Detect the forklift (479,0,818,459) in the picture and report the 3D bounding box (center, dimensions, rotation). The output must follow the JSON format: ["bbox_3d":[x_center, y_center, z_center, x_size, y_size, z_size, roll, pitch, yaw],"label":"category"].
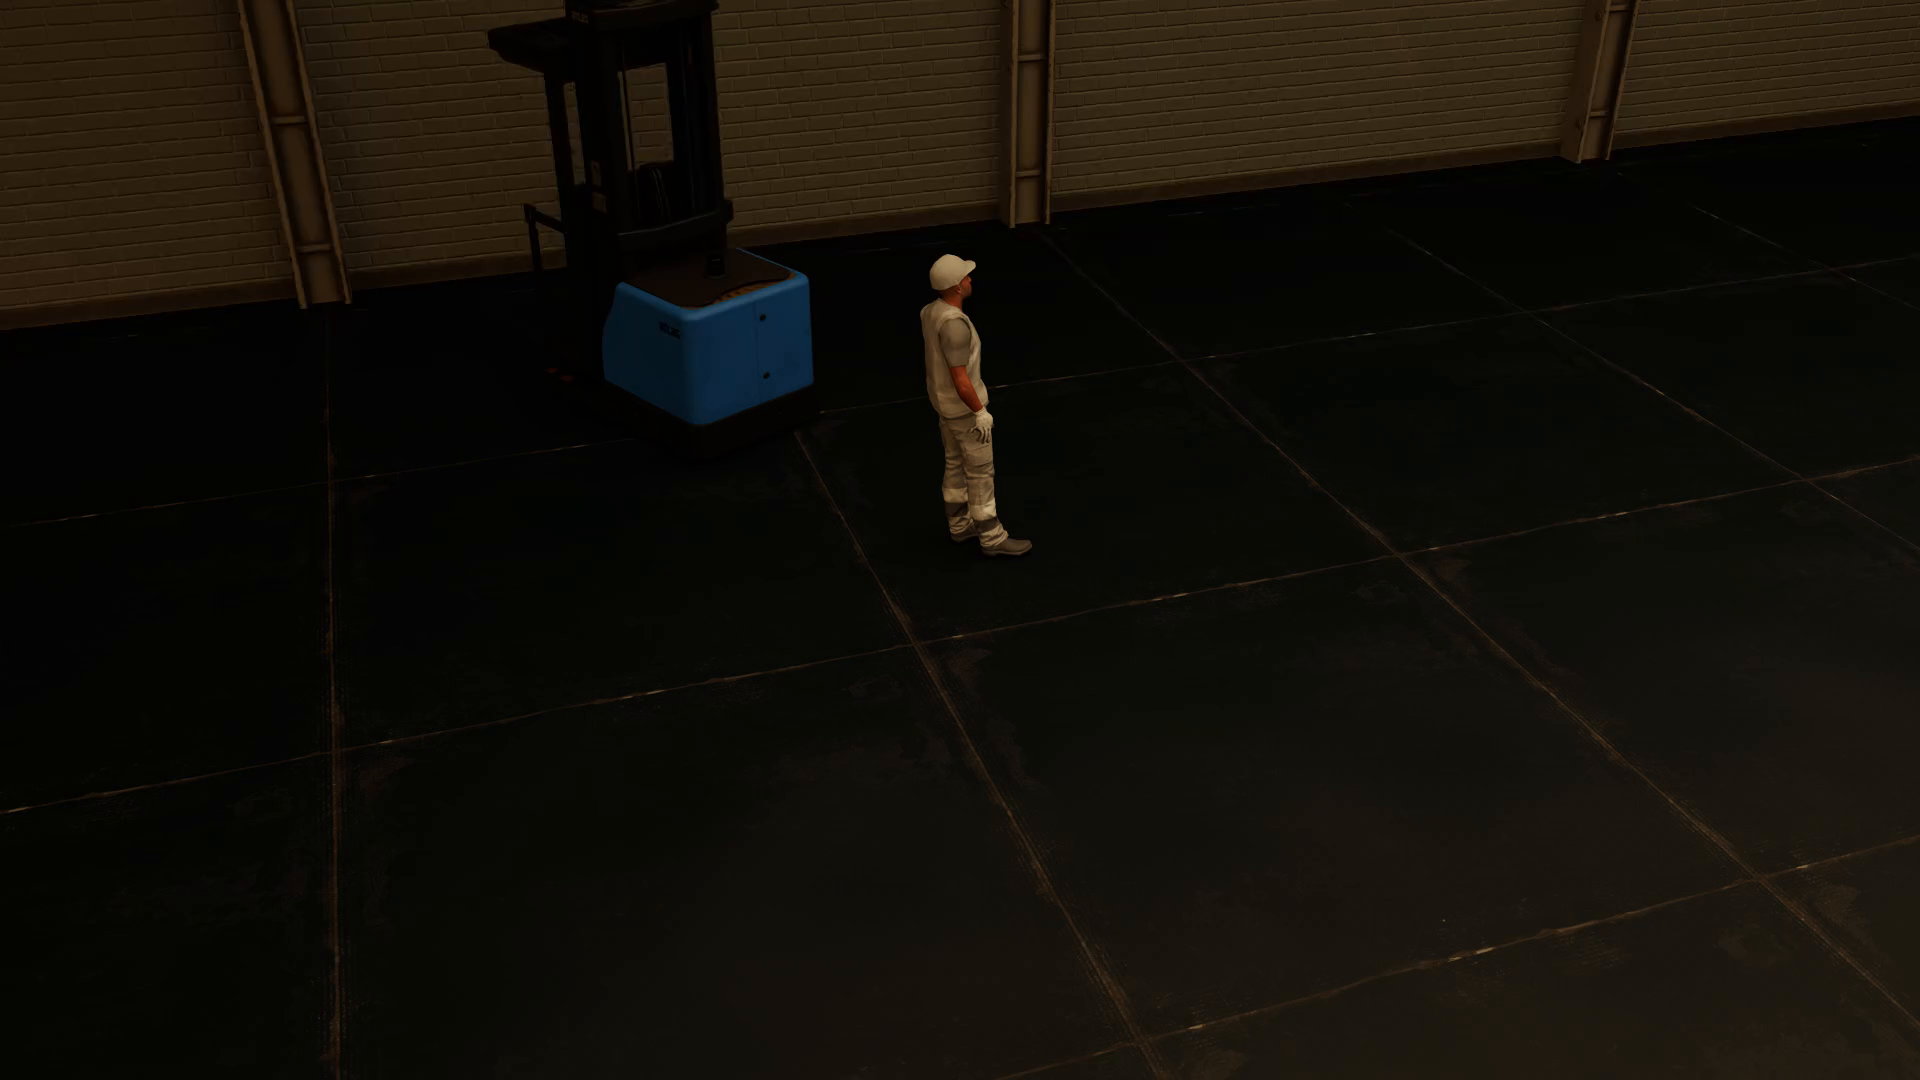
[{"bbox_3d":[-2.367,-2.431,11.311,1.130,2.935,3.031,-26,39,-37],"label":"forklift"}]

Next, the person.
[{"bbox_3d":[0.080,-0.789,9.588,0.563,1.788,0.638,-10,31,-16],"label":"person"}]
